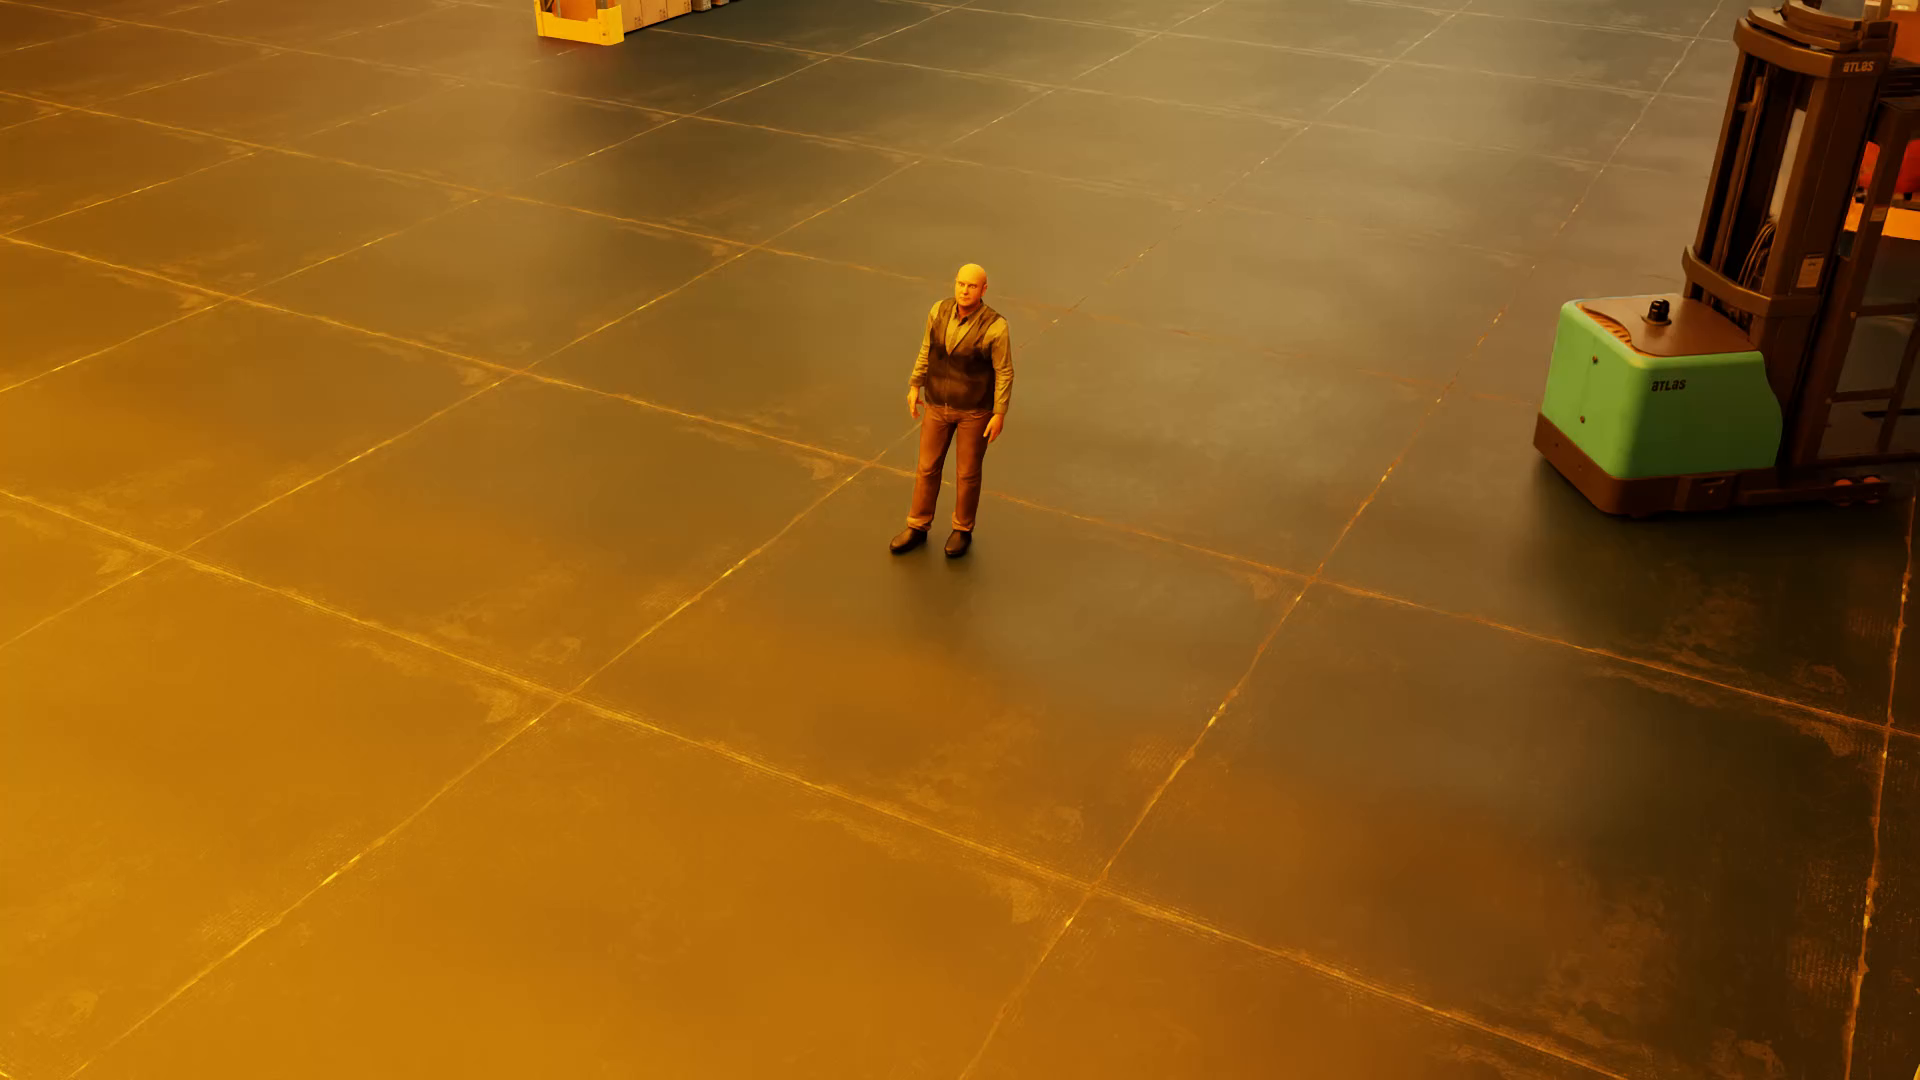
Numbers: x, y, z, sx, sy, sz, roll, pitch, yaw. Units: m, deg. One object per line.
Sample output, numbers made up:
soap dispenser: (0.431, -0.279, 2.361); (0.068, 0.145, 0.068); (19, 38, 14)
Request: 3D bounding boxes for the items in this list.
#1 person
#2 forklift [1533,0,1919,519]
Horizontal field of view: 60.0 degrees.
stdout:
person: (-0.037, -0.726, 9.524); (0.634, 1.722, 0.566); (15, 33, 25)
forklift: (5.334, -1.735, 10.077); (3.031, 2.935, 1.130); (-5, 30, -8)
